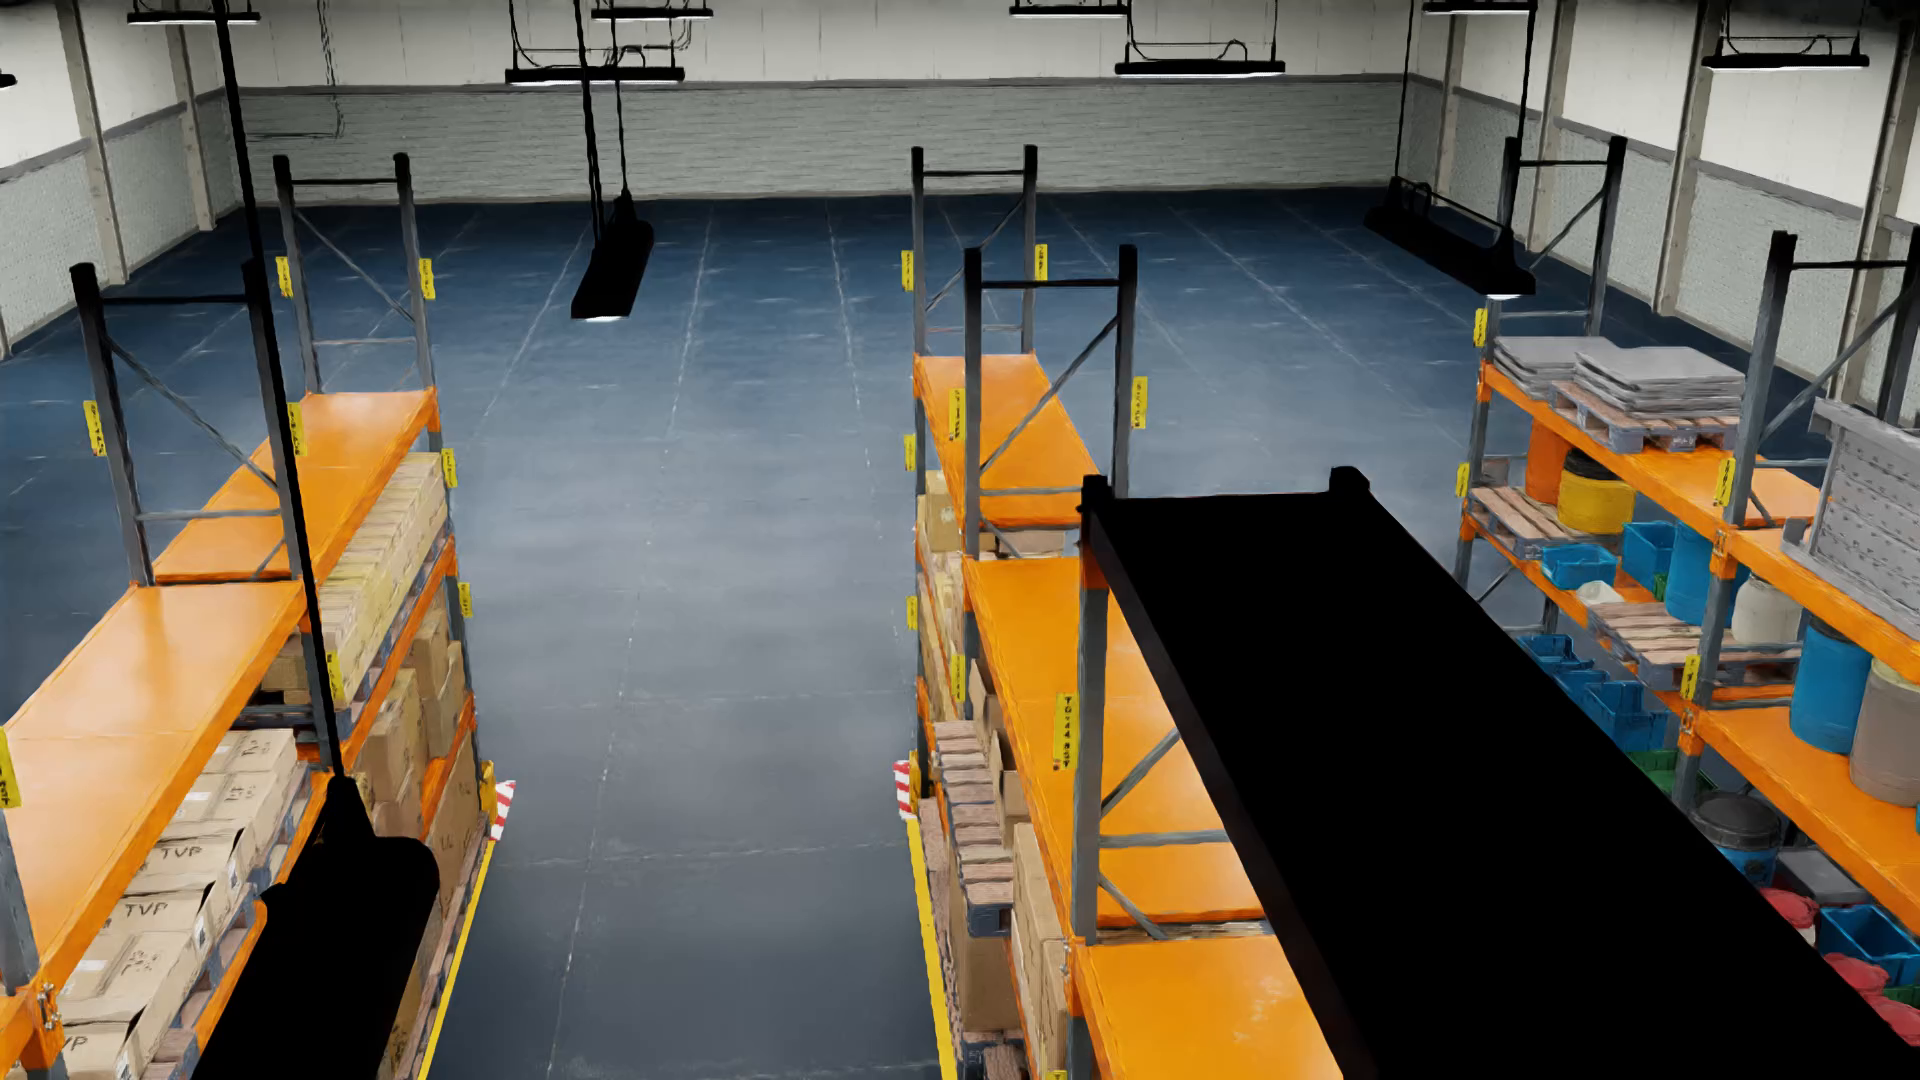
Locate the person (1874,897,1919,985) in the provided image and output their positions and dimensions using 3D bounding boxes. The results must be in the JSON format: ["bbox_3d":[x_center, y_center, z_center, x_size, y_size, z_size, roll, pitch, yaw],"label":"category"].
[{"bbox_3d":[7.219,2.714,12.484,0.719,1.714,0.578,-3,22,-7],"label":"person"}]
